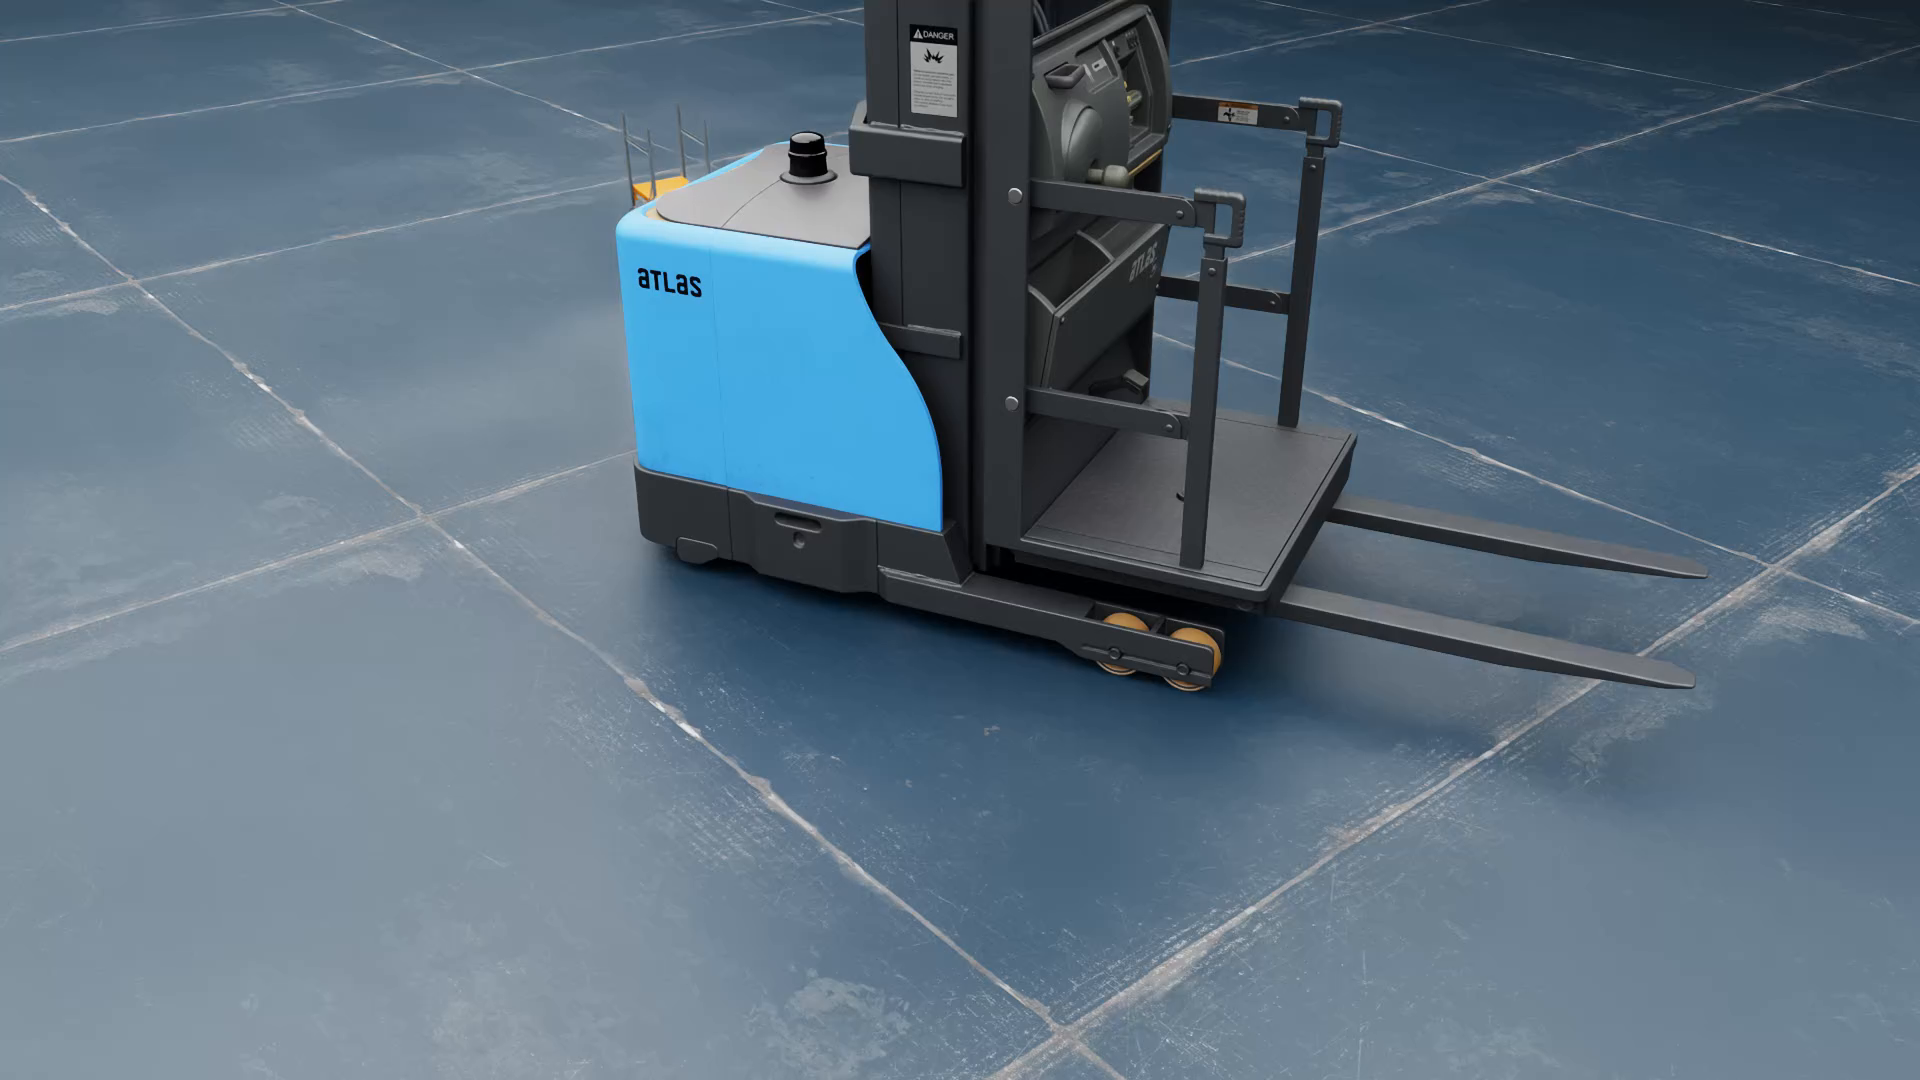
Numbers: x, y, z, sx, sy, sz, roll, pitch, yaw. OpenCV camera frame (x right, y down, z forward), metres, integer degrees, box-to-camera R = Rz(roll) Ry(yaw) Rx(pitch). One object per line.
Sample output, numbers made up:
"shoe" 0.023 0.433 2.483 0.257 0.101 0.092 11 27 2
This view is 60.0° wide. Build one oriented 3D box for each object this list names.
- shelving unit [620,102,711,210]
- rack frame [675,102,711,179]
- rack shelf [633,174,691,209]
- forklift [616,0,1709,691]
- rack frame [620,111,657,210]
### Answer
"shelving unit" -0.914 -0.799 5.462 0.189 1.200 0.258 -17 33 -25
"rack frame" -0.835 -0.823 5.501 0.006 1.200 0.240 -17 33 -25
"rack shelf" -0.919 -1.073 5.305 0.180 0.103 0.258 -17 33 -25
"forklift" 0.570 -1.171 4.331 3.031 2.935 1.130 12 30 21
"rack frame" -0.993 -0.775 5.423 0.006 1.200 0.240 -17 33 -25
